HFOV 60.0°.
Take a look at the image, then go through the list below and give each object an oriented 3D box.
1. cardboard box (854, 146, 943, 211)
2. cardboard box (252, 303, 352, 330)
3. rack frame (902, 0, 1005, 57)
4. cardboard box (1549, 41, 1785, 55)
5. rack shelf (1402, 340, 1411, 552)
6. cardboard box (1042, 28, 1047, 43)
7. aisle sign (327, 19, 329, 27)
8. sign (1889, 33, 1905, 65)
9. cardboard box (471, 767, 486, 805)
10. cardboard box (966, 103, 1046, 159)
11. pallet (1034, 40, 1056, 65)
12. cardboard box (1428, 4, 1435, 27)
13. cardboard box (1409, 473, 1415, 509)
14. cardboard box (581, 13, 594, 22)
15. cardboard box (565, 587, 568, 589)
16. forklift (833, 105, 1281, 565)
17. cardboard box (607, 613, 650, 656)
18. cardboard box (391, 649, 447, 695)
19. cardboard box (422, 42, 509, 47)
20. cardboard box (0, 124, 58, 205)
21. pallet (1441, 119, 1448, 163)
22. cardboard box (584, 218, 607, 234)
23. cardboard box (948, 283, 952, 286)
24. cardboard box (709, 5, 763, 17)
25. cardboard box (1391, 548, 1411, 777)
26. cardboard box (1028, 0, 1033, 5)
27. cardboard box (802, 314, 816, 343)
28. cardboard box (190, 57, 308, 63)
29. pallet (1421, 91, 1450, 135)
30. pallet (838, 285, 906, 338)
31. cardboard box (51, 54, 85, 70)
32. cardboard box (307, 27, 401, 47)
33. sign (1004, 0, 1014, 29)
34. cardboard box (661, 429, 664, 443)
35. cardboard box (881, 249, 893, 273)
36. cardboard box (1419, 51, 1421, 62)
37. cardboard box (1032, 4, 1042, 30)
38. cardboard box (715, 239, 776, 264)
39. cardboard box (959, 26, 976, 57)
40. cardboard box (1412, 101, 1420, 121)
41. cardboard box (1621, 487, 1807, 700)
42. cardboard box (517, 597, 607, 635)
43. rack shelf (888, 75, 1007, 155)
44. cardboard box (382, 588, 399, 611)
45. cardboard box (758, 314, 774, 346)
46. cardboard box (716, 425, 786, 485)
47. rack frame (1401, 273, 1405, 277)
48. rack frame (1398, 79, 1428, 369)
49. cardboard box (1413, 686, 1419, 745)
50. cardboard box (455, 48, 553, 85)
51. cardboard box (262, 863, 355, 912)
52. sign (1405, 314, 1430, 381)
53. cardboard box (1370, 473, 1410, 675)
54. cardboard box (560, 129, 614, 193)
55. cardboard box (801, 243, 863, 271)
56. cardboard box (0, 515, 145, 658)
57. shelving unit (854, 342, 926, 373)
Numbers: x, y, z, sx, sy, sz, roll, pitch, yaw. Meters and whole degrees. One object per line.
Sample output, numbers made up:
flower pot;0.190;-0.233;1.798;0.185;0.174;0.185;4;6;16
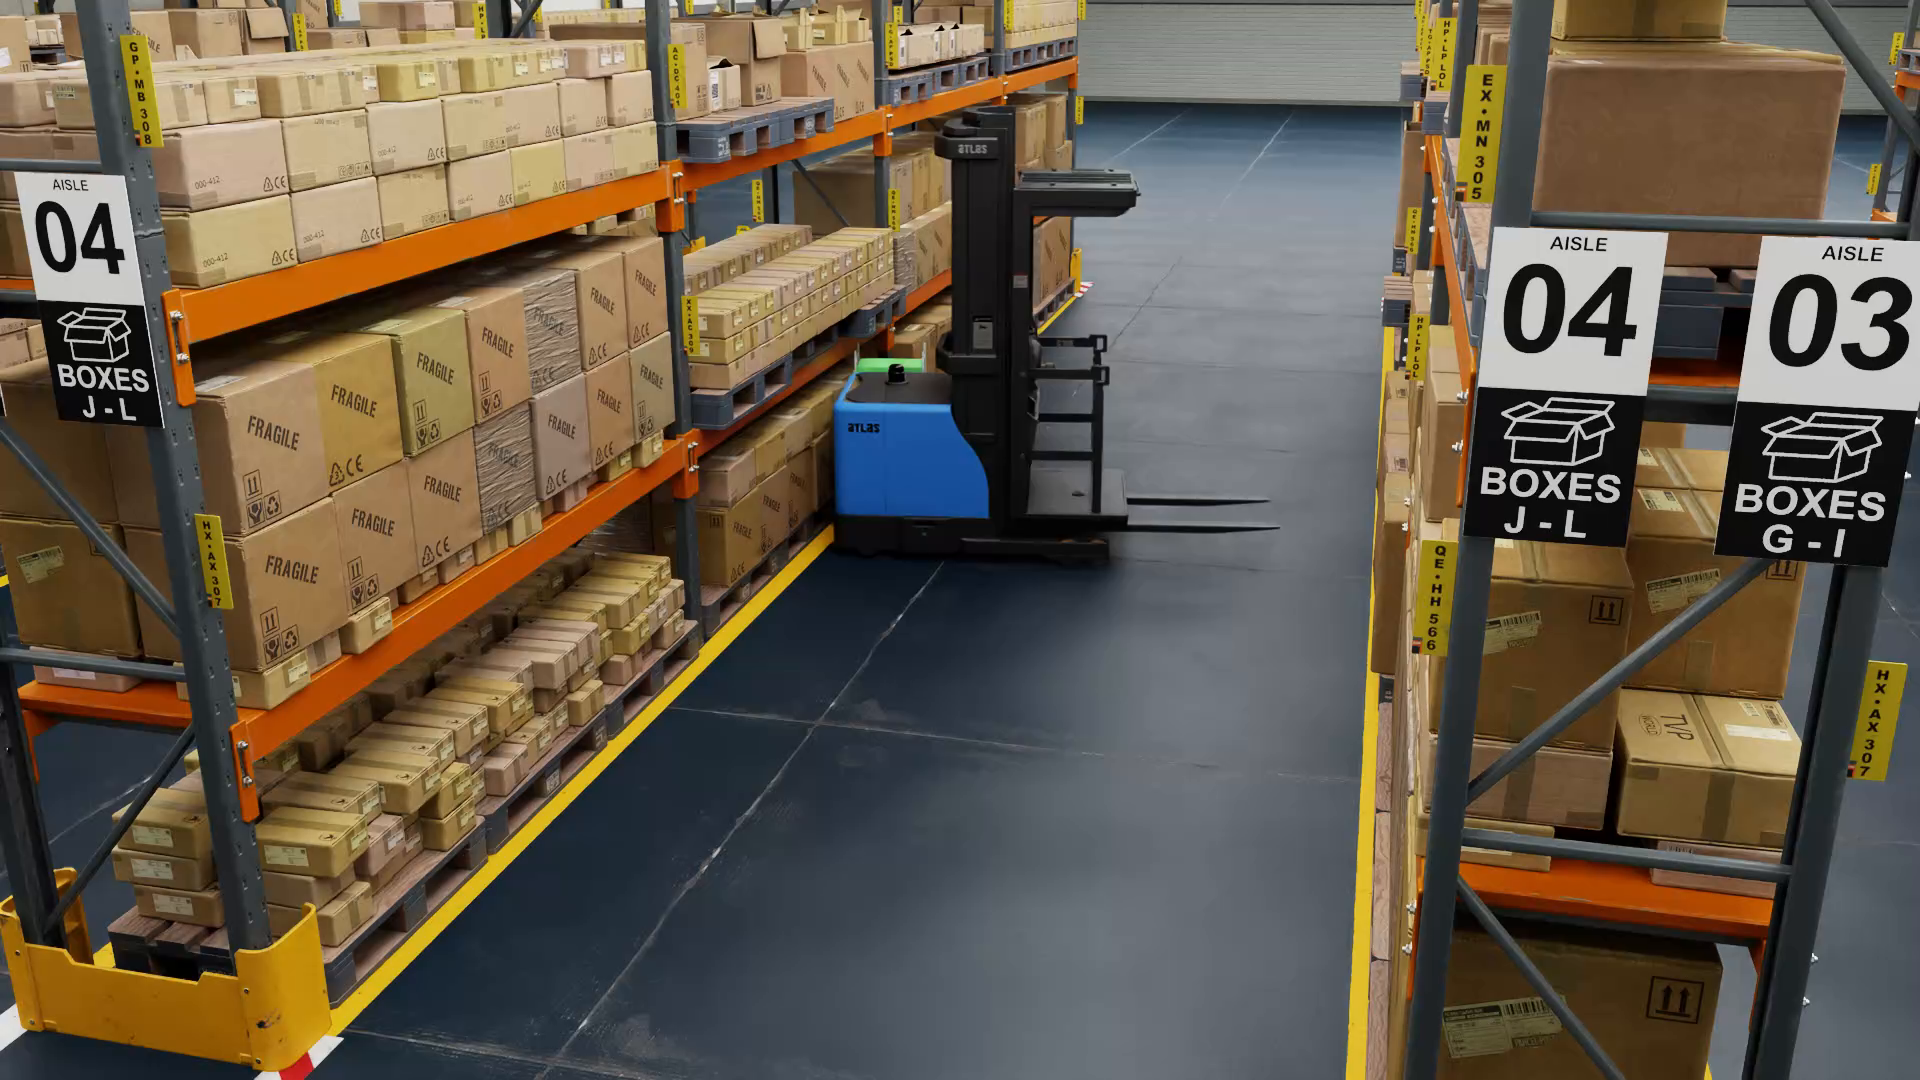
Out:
cardboard box;-0.549;-3.208;14.737;0.700;0.500;0.500;4;19;13
cardboard box;-2.881;-0.707;6.955;0.500;0.500;0.500;6;20;16
rack frame;-0.061;-6.160;15.801;1.000;3.000;0.127;5;19;13
cardboard box;2.200;-1.349;5.398;0.700;0.500;0.500;3;19;10
rack shelf;3.258;-0.677;10.141;1.077;0.370;4.000;5;19;13
cardboard box;0.729;-5.432;17.894;0.380;0.149;0.250;5;19;14
aisle sign;-8.422;-6.553;22.209;0.394;0.787;0.004;5;19;13
sign;9.971;-5.229;17.701;0.100;0.325;0.005;5;19;13
cardboard box;-2.378;1.126;7.512;0.380;0.149;0.250;5;19;14
cardboard box;0.471;-4.523;18.386;0.875;0.550;0.500;5;19;13
pallet;0.449;-5.336;18.164;1.003;0.211;1.213;5;19;13
cardboard box;4.513;-4.425;14.553;0.797;0.503;0.637;4;19;11
cardboard box;2.374;-0.205;8.036;0.380;0.149;0.250;5;19;14
cardboard box;-4.282;-5.759;18.423;0.380;0.149;0.250;4;19;12
cardboard box;-2.415;0.284;9.516;0.380;0.149;0.250;6;20;16
forklift;0.677;-1.397;11.243;3.031;2.935;1.130;1;19;4
cardboard box;-1.887;0.491;8.911;0.380;0.149;0.250;4;19;11
cardboard box;-2.708;0.634;8.030;0.380;0.149;0.250;5;19;14
cardboard box;-2.427;-2.350;8.127;0.380;0.149;0.250;4;19;13
cardboard box;-3.128;-1.310;5.699;0.500;0.250;0.500;4;19;12
pallet;2.945;-2.011;8.589;0.805;0.209;1.217;4;19;11
cardboard box;-4.268;-3.599;19.025;0.380;0.149;0.250;5;20;15
cardboard box;-0.126;-2.254;16.476;1.050;0.750;0.750;5;19;13
cardboard box;-1.555;-3.547;11.451;0.396;0.266;0.258;5;19;13
cardboard box;2.530;0.617;7.878;0.875;0.875;0.875;5;19;13
cardboard box;0.542;-5.571;17.068;0.380;0.149;0.250;4;19;12
cardboard box;-1.160;-1.390;10.857;0.380;0.149;0.250;4;19;12
cardboard box;-2.853;-1.860;6.694;0.380;0.149;0.250;5;20;15
pallet;3.640;-2.768;10.803;1.213;0.211;1.003;6;20;16
pallet;-1.110;-1.745;12.452;1.213;0.211;1.003;5;19;13
cardboard box;-6.055;-3.273;11.546;0.396;0.266;0.258;6;20;18
cardboard box;-5.518;-4.375;15.057;0.797;0.503;0.637;5;19;13
sign;0.467;-5.095;16.035;0.100;0.325;0.005;5;19;13
cardboard box;-1.859;-0.587;9.154;0.380;0.149;0.250;4;19;13
cardboard box;-0.718;-2.097;12.466;0.380;0.149;0.250;5;20;15
cardboard box;5.212;-5.207;17.884;0.500;0.250;0.500;4;19;12
cardboard box;0.574;-5.504;17.488;0.500;0.250;0.500;4;19;13
cardboard box;-1.532;-2.055;11.883;0.380;0.149;0.250;4;19;11
cardboard box;-0.150;-4.511;15.042;0.500;0.250;0.500;4;19;13
cardboard box;5.173;-4.506;18.077;0.500;0.500;0.500;5;19;13
cardboard box;2.293;0.153;5.211;0.500;0.500;0.500;4;19;12
cardboard box;-2.067;0.424;8.646;0.380;0.149;0.250;5;20;15
rack shelf;-0.550;-3.773;14.567;1.077;0.370;4.000;5;19;13
cardboard box;-2.526;0.228;6.768;0.380;0.149;0.250;6;20;16
cardboard box;-1.350;-1.284;10.084;0.380;0.149;0.250;5;20;15
cardboard box;-1.452;-0.562;10.751;0.500;0.250;0.500;5;20;15
rack frame;5.701;-4.152;19.202;1.000;3.000;0.127;5;19;13
rack frame;4.724;-2.898;15.531;1.000;3.000;0.127;5;19;13
cardboard box;1.746;0.606;5.662;0.380;0.149;0.250;5;19;14
cardboard box;-2.074;-2.141;7.515;0.380;0.149;0.250;4;19;11
cardboard box;-2.616;1.306;6.525;0.380;0.149;0.250;5;20;16
sign;2.240;-0.941;8.132;0.100;0.325;0.005;5;19;13
cardboard box;2.906;0.214;9.057;1.225;0.875;0.875;5;19;14
cardboard box;-2.007;-1.832;8.001;0.500;0.250;0.500;5;19;13
cardboard box;-0.903;-1.994;11.705;0.380;0.149;0.250;5;20;15
cardboard box;-3.133;0.091;6.166;0.500;0.500;0.500;5;20;14
shelving unit;-0.505;-0.842;12.279;0.503;1.200;0.258;1;21;2
